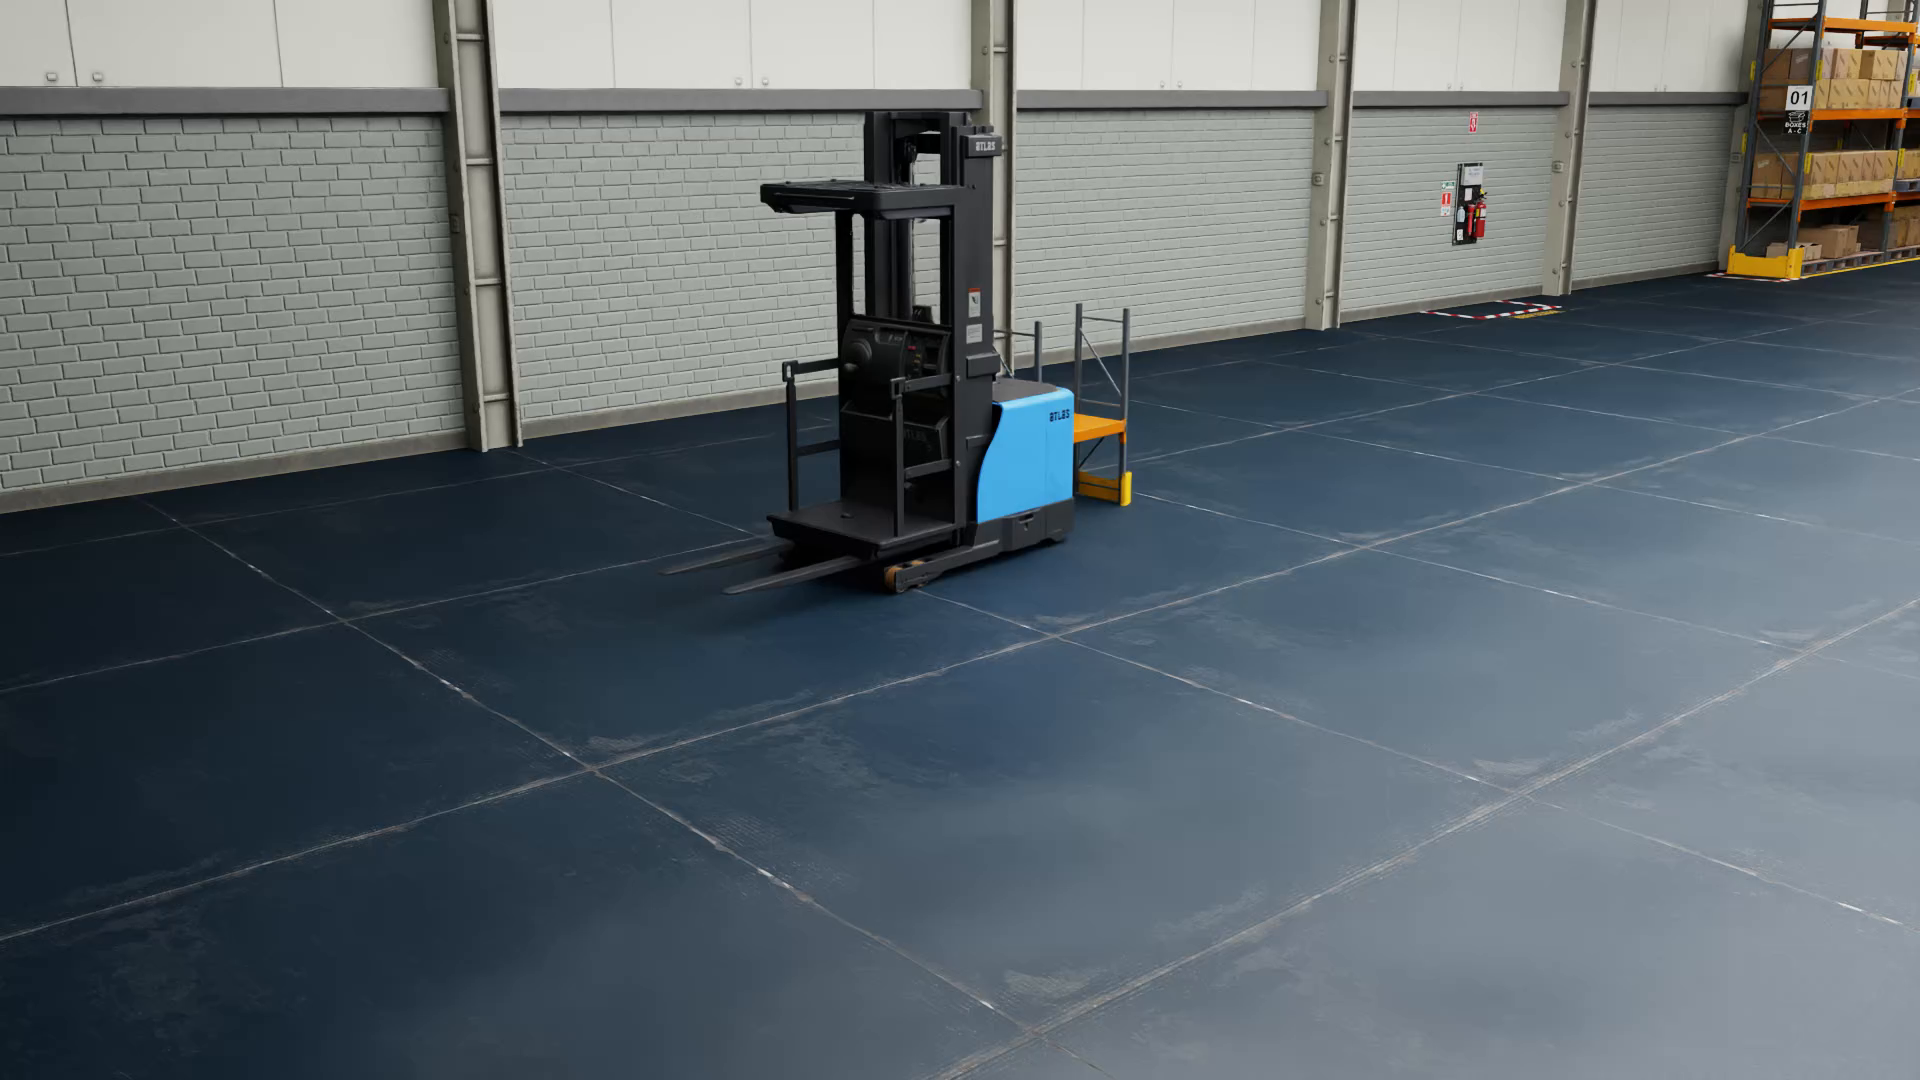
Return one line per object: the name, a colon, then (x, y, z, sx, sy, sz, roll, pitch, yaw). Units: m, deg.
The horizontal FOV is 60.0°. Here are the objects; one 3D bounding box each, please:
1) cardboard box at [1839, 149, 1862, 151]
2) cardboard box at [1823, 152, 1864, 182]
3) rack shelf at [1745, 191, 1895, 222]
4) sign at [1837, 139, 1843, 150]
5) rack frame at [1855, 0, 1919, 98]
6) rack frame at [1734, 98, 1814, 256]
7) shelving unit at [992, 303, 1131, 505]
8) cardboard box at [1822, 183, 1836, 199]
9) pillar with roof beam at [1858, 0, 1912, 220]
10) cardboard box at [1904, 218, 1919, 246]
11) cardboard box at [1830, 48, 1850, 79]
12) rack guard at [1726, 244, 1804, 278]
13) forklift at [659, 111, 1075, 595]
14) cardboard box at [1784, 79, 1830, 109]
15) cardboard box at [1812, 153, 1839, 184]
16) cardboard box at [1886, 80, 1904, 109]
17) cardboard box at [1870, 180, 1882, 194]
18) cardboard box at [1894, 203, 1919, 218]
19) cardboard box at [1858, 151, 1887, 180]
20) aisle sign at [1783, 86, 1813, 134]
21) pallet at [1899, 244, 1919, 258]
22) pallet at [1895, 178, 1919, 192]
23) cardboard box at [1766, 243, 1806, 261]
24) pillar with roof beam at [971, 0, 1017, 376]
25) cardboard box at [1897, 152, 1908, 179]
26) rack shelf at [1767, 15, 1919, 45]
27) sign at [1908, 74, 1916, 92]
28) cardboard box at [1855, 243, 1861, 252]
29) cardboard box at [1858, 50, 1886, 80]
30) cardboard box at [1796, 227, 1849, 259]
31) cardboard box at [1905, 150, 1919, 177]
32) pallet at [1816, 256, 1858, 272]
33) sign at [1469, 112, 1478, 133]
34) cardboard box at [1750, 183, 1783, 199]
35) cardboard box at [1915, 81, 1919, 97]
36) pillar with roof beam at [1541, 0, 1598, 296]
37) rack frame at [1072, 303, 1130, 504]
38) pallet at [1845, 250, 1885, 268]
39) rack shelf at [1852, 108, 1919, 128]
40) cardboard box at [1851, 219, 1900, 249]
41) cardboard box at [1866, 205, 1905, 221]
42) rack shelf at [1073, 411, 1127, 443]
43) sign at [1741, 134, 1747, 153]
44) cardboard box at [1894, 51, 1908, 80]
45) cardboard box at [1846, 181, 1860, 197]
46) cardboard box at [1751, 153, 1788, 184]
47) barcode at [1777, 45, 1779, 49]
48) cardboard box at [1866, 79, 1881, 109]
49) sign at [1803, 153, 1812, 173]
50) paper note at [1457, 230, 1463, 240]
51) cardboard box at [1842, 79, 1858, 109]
cardboard box: (16.508, -7.004, 30.956, 0.500, 0.500, 0.500, -13, 20, -41)
cardboard box: (15.694, -6.645, 29.614, 0.500, 0.500, 0.500, -12, 19, -38)
rack shelf: (15.491, -6.057, 30.006, 4.000, 0.370, 1.077, -13, 19, -39)
sign: (16.633, -7.410, 31.435, 0.005, 0.325, 0.100, -13, 19, -39)
rack frame: (17.000, -9.641, 30.408, 0.127, 3.000, 1.000, -13, 19, -39)
rack frame: (13.982, -6.065, 28.645, 0.127, 3.000, 1.000, -13, 19, -39)
shelving unit: (0.737, -0.953, 12.411, 0.587, 1.500, 1.083, 14, 20, 41)
cardboard box: (14.941, -6.114, 29.080, 0.500, 0.250, 0.500, -13, 20, -41)
pillar with roof beam: (21.295, -9.429, 29.613, 0.400, 9.000, 9.100, -13, 19, -39)
cardboard box: (18.312, -6.052, 32.585, 0.500, 0.500, 0.700, -12, 19, -39)
cardboard box: (14.844, -8.149, 28.462, 0.500, 0.500, 0.500, -13, 20, -40)
rack guard: (14.039, -4.871, 29.016, 0.348, 0.500, 1.175, -13, 19, -39)
forklift: (-0.567, -1.230, 10.676, 1.130, 2.935, 3.031, 14, 20, 41)
cardboard box: (14.398, -7.581, 28.272, 0.500, 0.500, 0.500, -12, 19, -38)
cardboard box: (14.919, -6.469, 28.955, 0.500, 0.500, 0.500, -13, 19, -39)
cardboard box: (16.779, -8.116, 30.277, 0.500, 0.500, 0.500, -12, 19, -38)
cardboard box: (16.460, -6.458, 30.367, 0.500, 0.250, 0.500, -13, 19, -39)
cardboard box: (18.652, -6.483, 32.747, 0.500, 0.250, 0.500, -13, 20, -40)
cardboard box: (16.473, -6.817, 30.256, 0.500, 0.500, 0.500, -13, 20, -40)
aisle sign: (14.125, -7.251, 28.045, 0.004, 0.787, 0.394, -13, 19, -39)
pallet: (18.507, -5.736, 32.814, 1.213, 0.211, 1.003, -13, 19, -39)
pallet: (17.672, -6.752, 31.585, 1.213, 0.211, 1.003, -13, 19, -39)
cardboard box: (14.563, -5.079, 29.308, 0.500, 0.311, 0.500, 13, 20, 41)
pillar with roof beam: (3.189, -5.363, 14.392, 0.400, 9.000, 9.100, -13, 19, -39)
cardboard box: (17.406, -7.084, 31.410, 0.500, 0.500, 0.700, -13, 19, -39)
rack shelf: (15.491, -8.954, 29.233, 4.000, 0.370, 1.077, -13, 19, -39)
sign: (17.362, -8.338, 30.337, 0.005, 0.325, 0.100, -13, 19, -39)
cardboard box: (16.616, -5.490, 31.130, 0.380, 0.166, 0.250, 13, 20, 40)
cardboard box: (16.006, -8.410, 29.441, 0.500, 0.500, 0.500, -14, 20, -41)
cardboard box: (15.579, -5.381, 30.074, 0.500, 0.500, 0.700, -14, 21, -43)
cardboard box: (18.308, -7.294, 32.200, 0.500, 0.500, 0.700, -10, 18, -32)
pallet: (15.595, -5.067, 30.312, 1.213, 0.211, 1.003, -13, 19, -39)
sign: (7.455, -6.063, 24.143, 0.199, 0.298, 0.001, -13, 19, -39)
cardboard box: (14.207, -6.120, 29.100, 0.500, 0.250, 0.500, -12, 19, -39)
cardboard box: (17.929, -8.533, 31.431, 0.500, 0.311, 0.500, -12, 19, -38)
pillar with roof beam: (12.242, -7.396, 22.002, 0.400, 9.000, 9.100, -13, 19, -39)
rack frame: (1.078, -1.047, 12.764, 0.500, 1.500, 0.032, 14, 20, 41)
pallet: (16.516, -5.275, 31.090, 1.213, 0.211, 1.003, -13, 19, -39)
rack shelf: (18.508, -8.184, 32.156, 4.000, 0.370, 1.077, -13, 19, -39)
cardboard box: (17.544, -5.876, 31.927, 0.500, 0.500, 0.700, -12, 19, -38)
cardboard box: (17.874, -6.313, 32.112, 0.500, 0.250, 0.500, -13, 20, -41)
rack shelf: (0.731, -0.777, 12.451, 0.538, 0.185, 1.000, 14, 20, 41)
sign: (13.633, -6.889, 28.872, 0.005, 0.325, 0.100, -13, 19, -39)
cardboard box: (16.800, -8.596, 30.135, 0.500, 0.500, 0.500, 14, 20, 42)
cardboard box: (15.712, -6.285, 29.717, 0.500, 0.250, 0.500, -12, 19, -39)
cardboard box: (14.198, -6.486, 29.019, 0.500, 0.500, 0.500, -13, 20, -40)
barcode: (14.189, -8.553, 28.853, 0.075, 0.075, 0.001, -13, 19, -39)
cardboard box: (15.998, -7.932, 29.588, 0.500, 0.500, 0.500, -14, 20, -41)
sign: (14.338, -6.378, 28.138, 0.005, 0.325, 0.100, -13, 19, -39)
paper note: (7.348, -4.483, 24.426, 0.142, 0.148, 0.016, -13, 19, -39)
cardboard box: (15.216, -7.753, 28.919, 0.500, 0.500, 0.500, -12, 19, -37)
